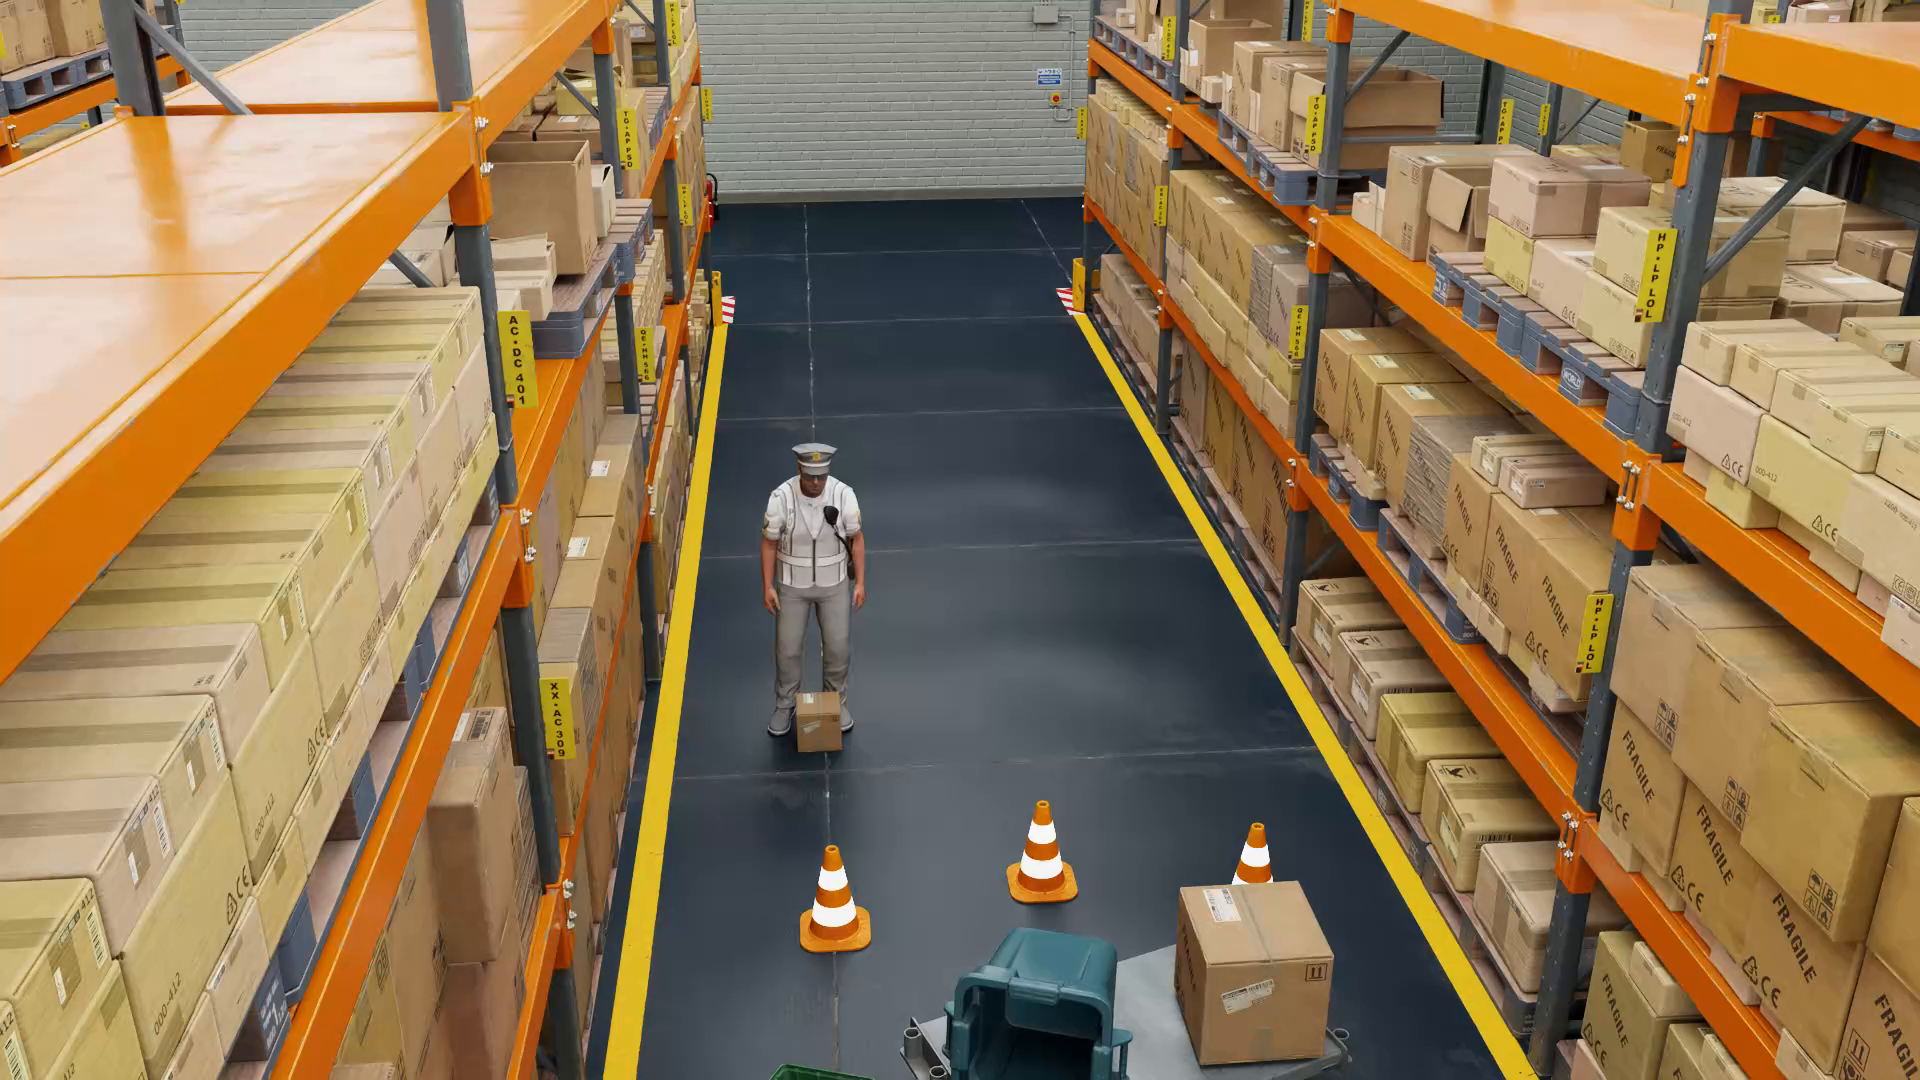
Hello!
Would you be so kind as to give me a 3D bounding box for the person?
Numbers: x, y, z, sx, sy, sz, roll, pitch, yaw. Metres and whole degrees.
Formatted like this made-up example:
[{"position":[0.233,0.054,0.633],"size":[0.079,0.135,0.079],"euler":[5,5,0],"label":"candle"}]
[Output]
[{"position":[-0.840,0.248,9.518],"size":[0.604,1.751,0.427],"euler":[-3,24,-8],"label":"person"}]
